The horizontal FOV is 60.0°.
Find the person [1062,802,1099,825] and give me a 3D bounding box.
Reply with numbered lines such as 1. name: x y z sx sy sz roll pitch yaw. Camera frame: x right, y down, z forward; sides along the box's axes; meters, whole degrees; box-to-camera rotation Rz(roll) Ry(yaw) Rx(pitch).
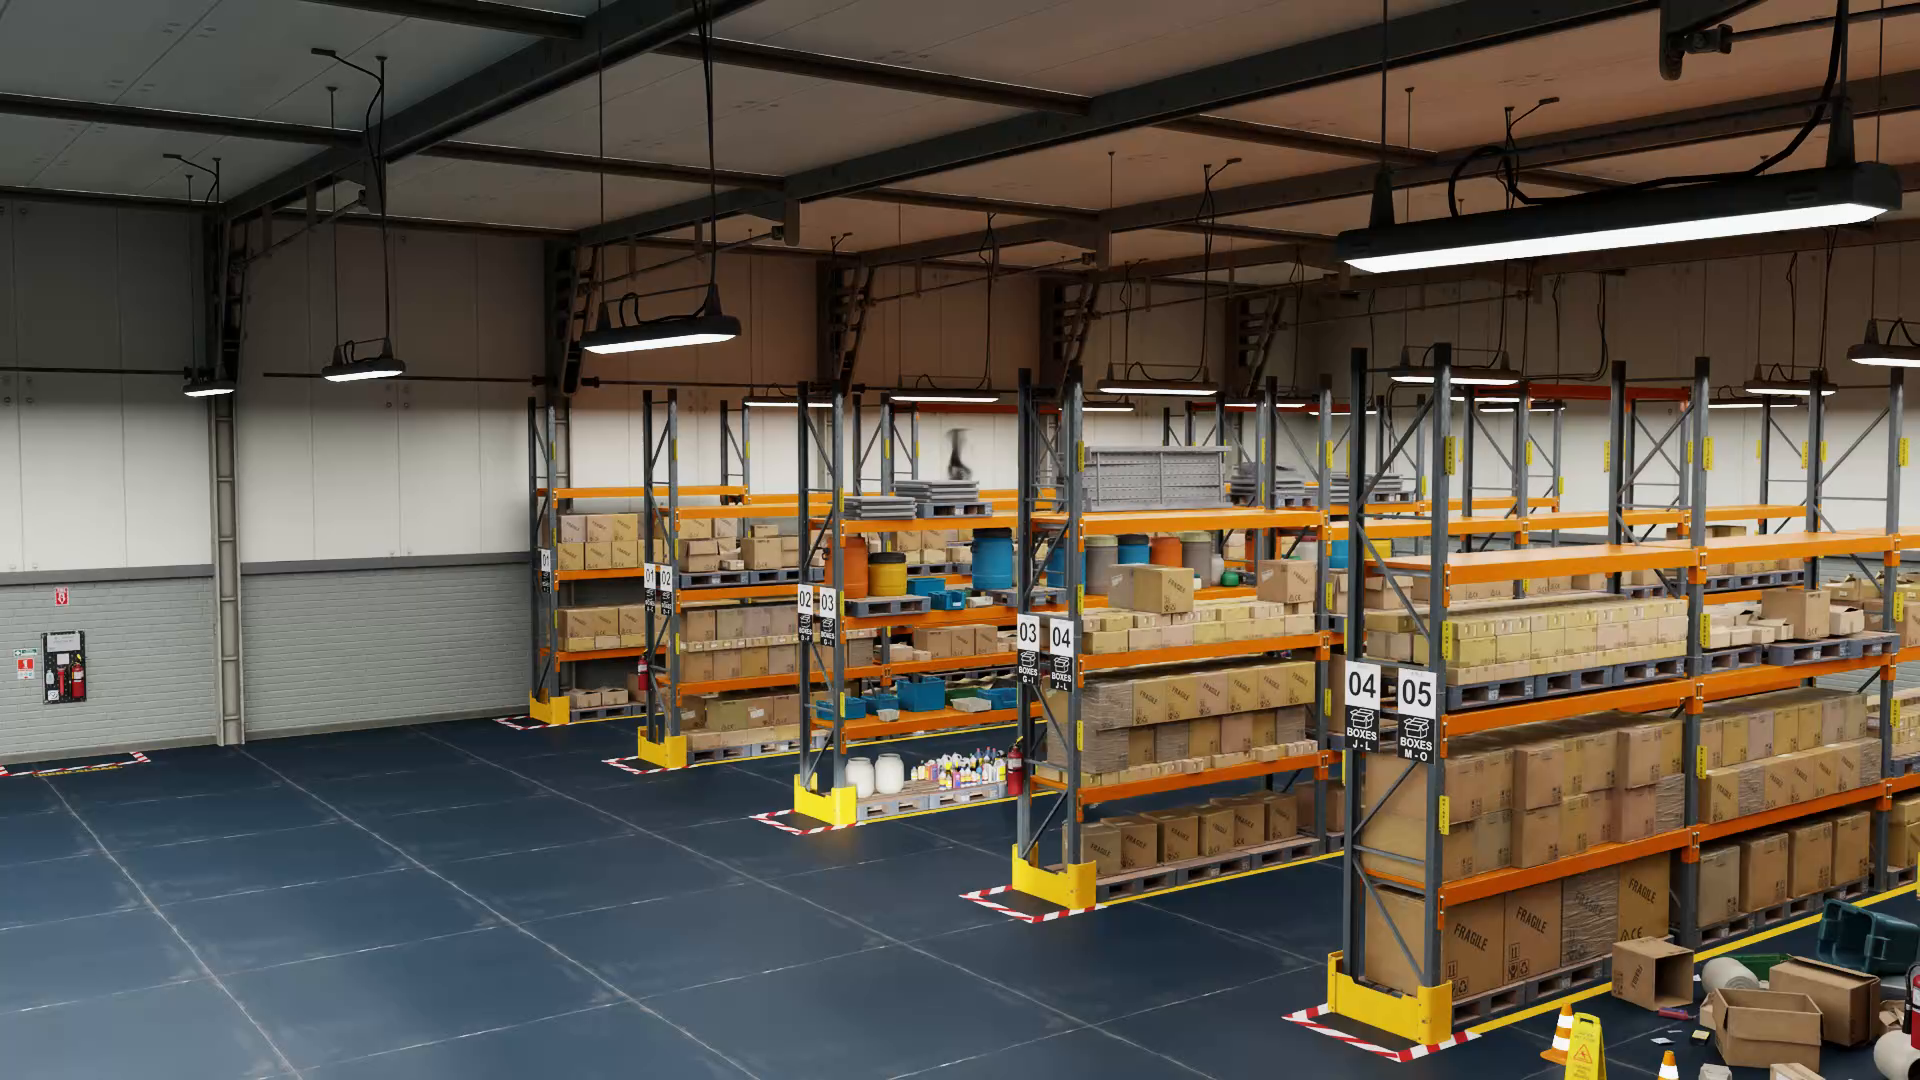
1. person: 1.748 3.040 22.538 0.575 1.576 0.883 3 5 42

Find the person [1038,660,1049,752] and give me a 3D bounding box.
1. person: 1.666 2.686 27.966 0.704 1.732 1.056 3 5 44
